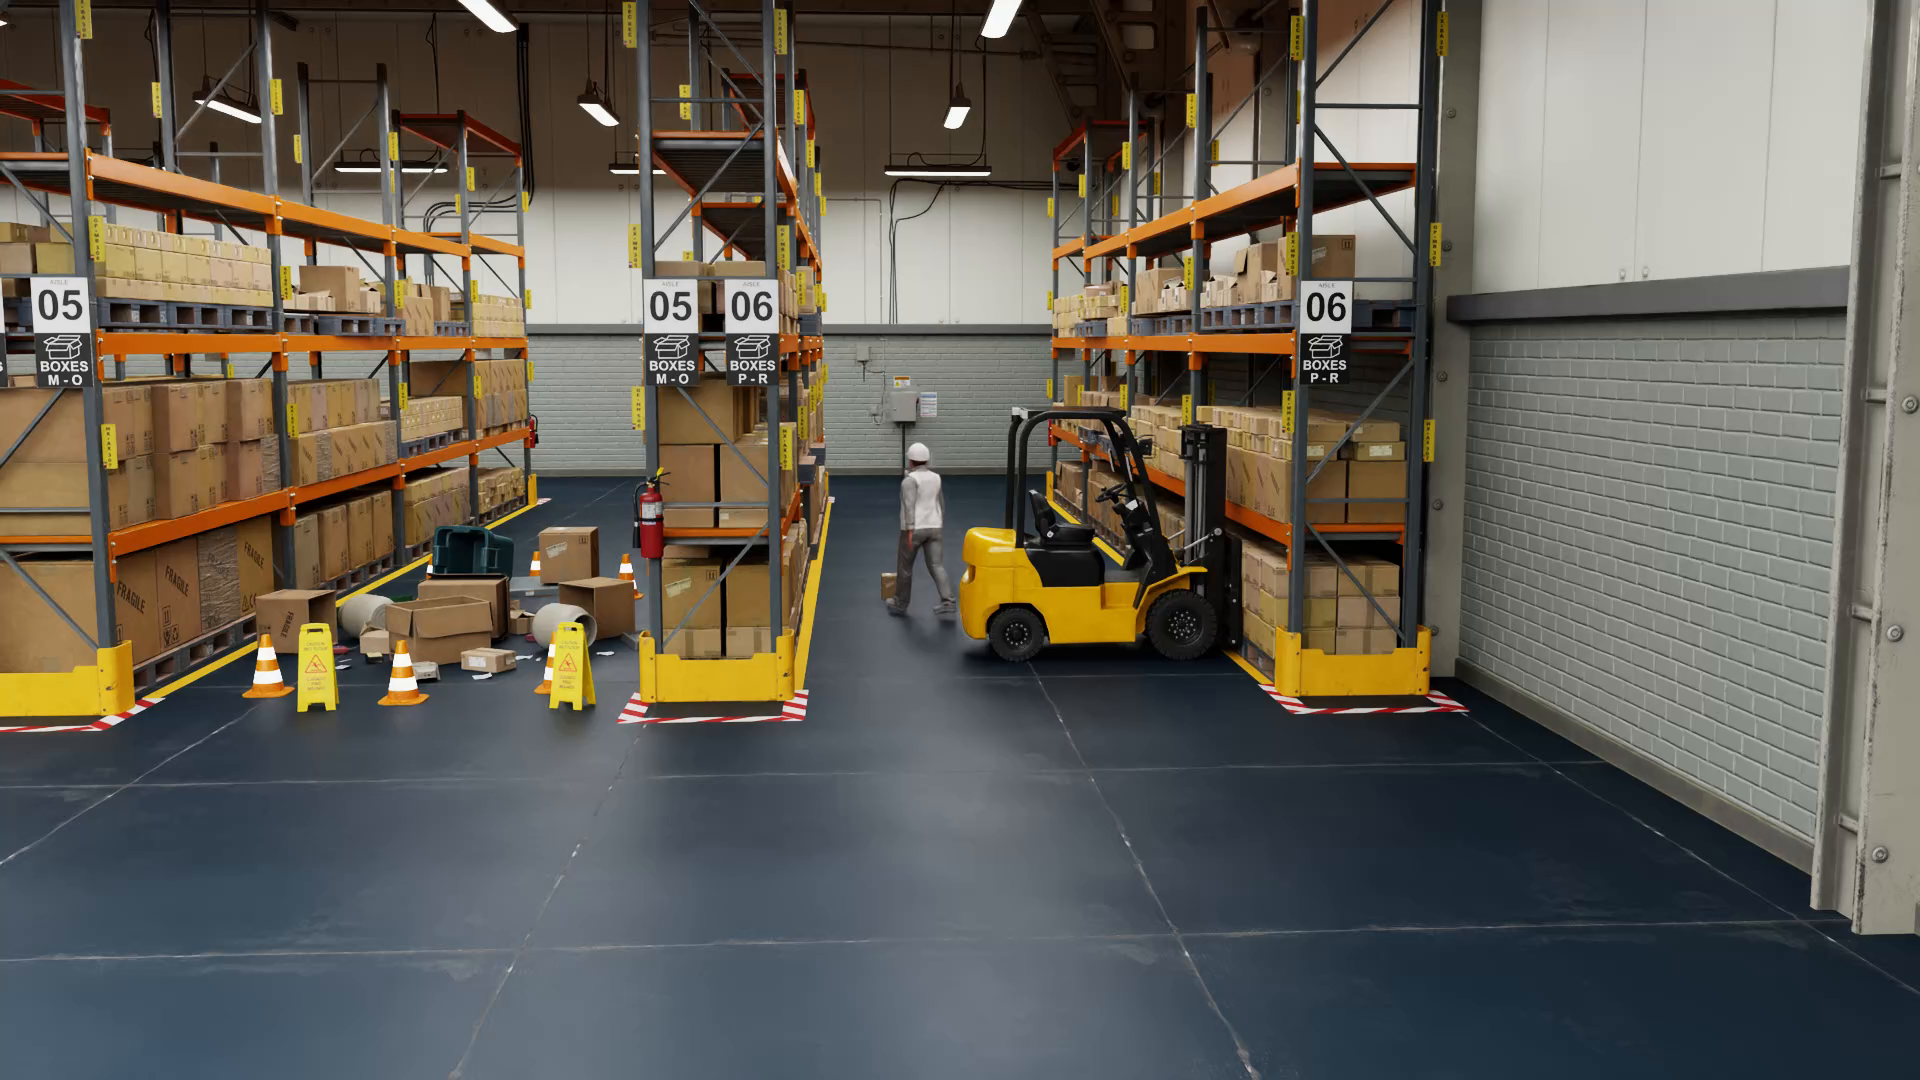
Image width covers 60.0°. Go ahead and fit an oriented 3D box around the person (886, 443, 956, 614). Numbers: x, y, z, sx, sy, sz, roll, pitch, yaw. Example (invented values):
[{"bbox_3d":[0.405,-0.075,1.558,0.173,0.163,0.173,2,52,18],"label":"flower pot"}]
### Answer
[{"bbox_3d":[-0.367,-0.109,16.703,0.552,1.729,1.029,-4,8,-33],"label":"person"}]
